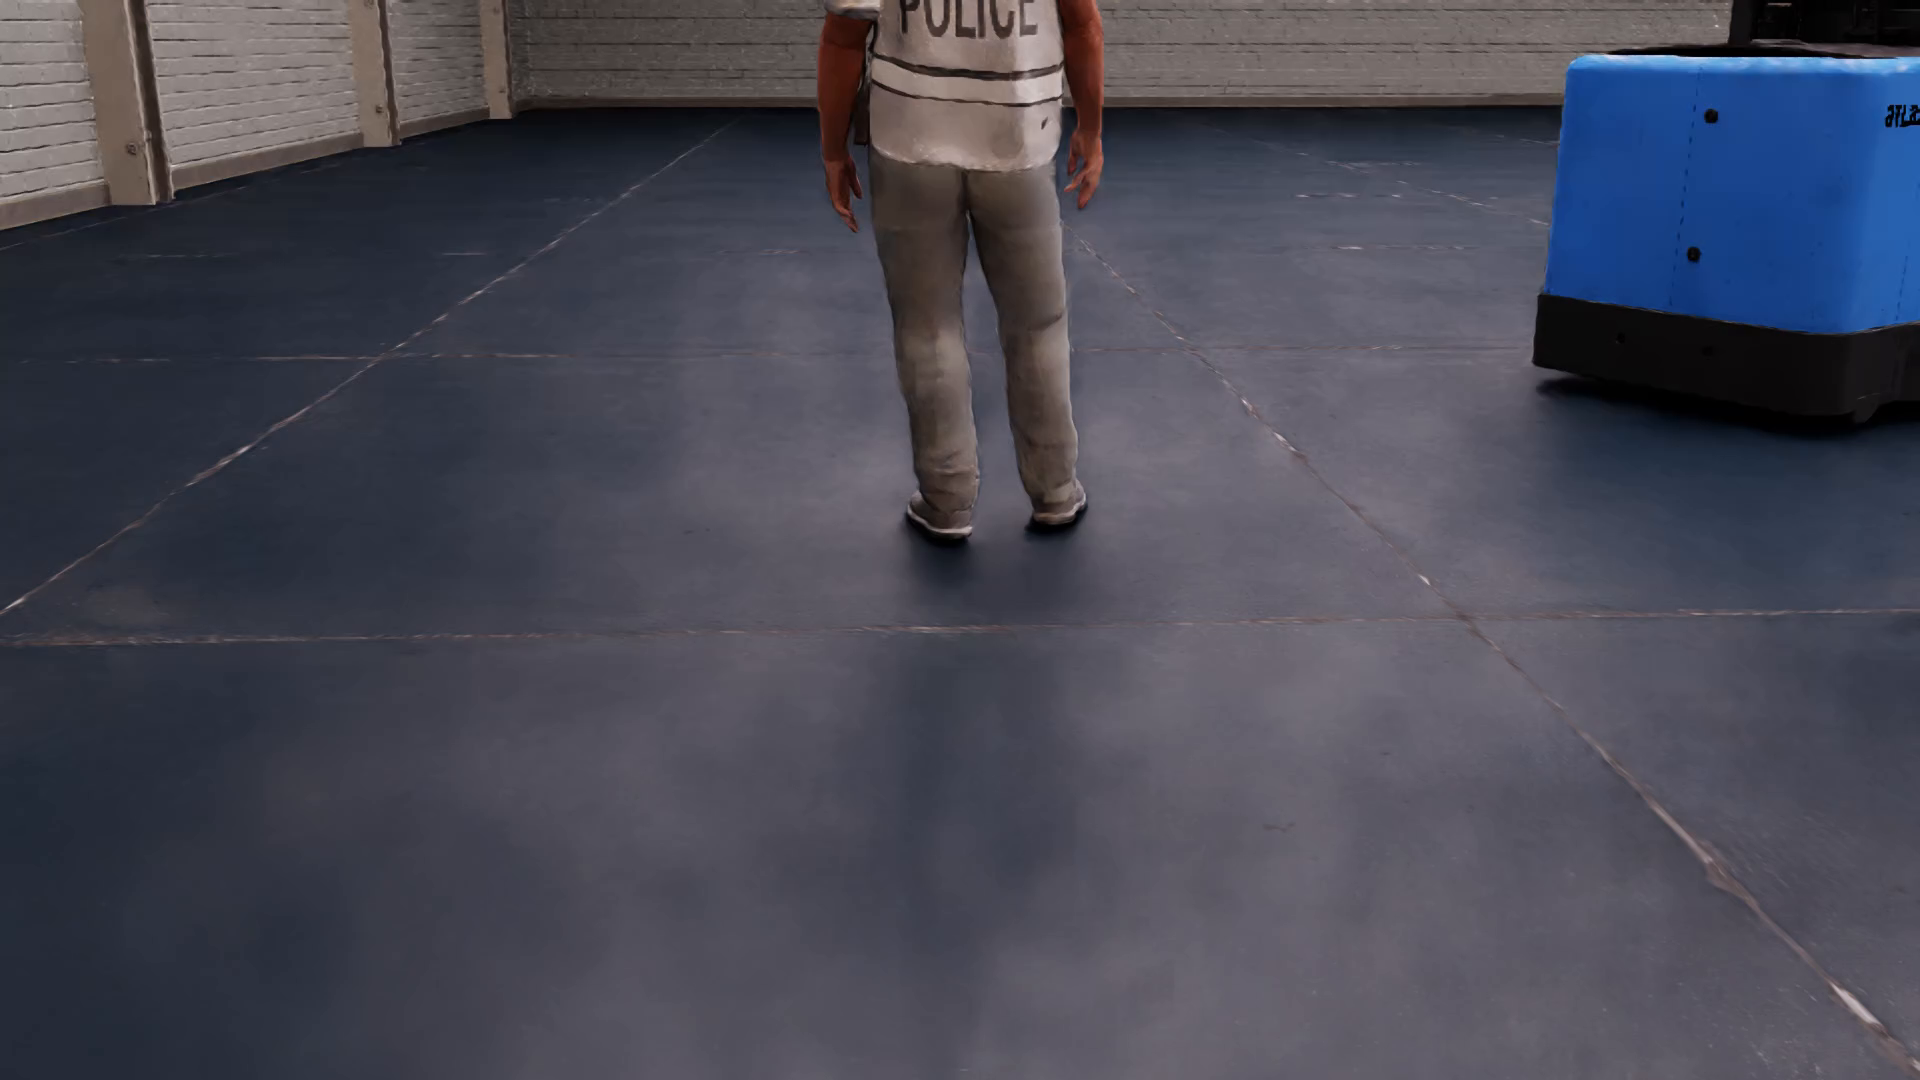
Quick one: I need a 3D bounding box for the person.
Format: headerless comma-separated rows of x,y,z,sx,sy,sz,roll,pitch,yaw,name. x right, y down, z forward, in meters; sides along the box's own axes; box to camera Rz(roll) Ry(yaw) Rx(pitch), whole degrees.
0.008,-0.878,3.731,0.640,1.773,0.575,-1,17,-3,person

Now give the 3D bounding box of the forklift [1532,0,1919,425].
3.437,-2.058,5.635,3.031,2.935,1.130,-11,20,-33,forklift
